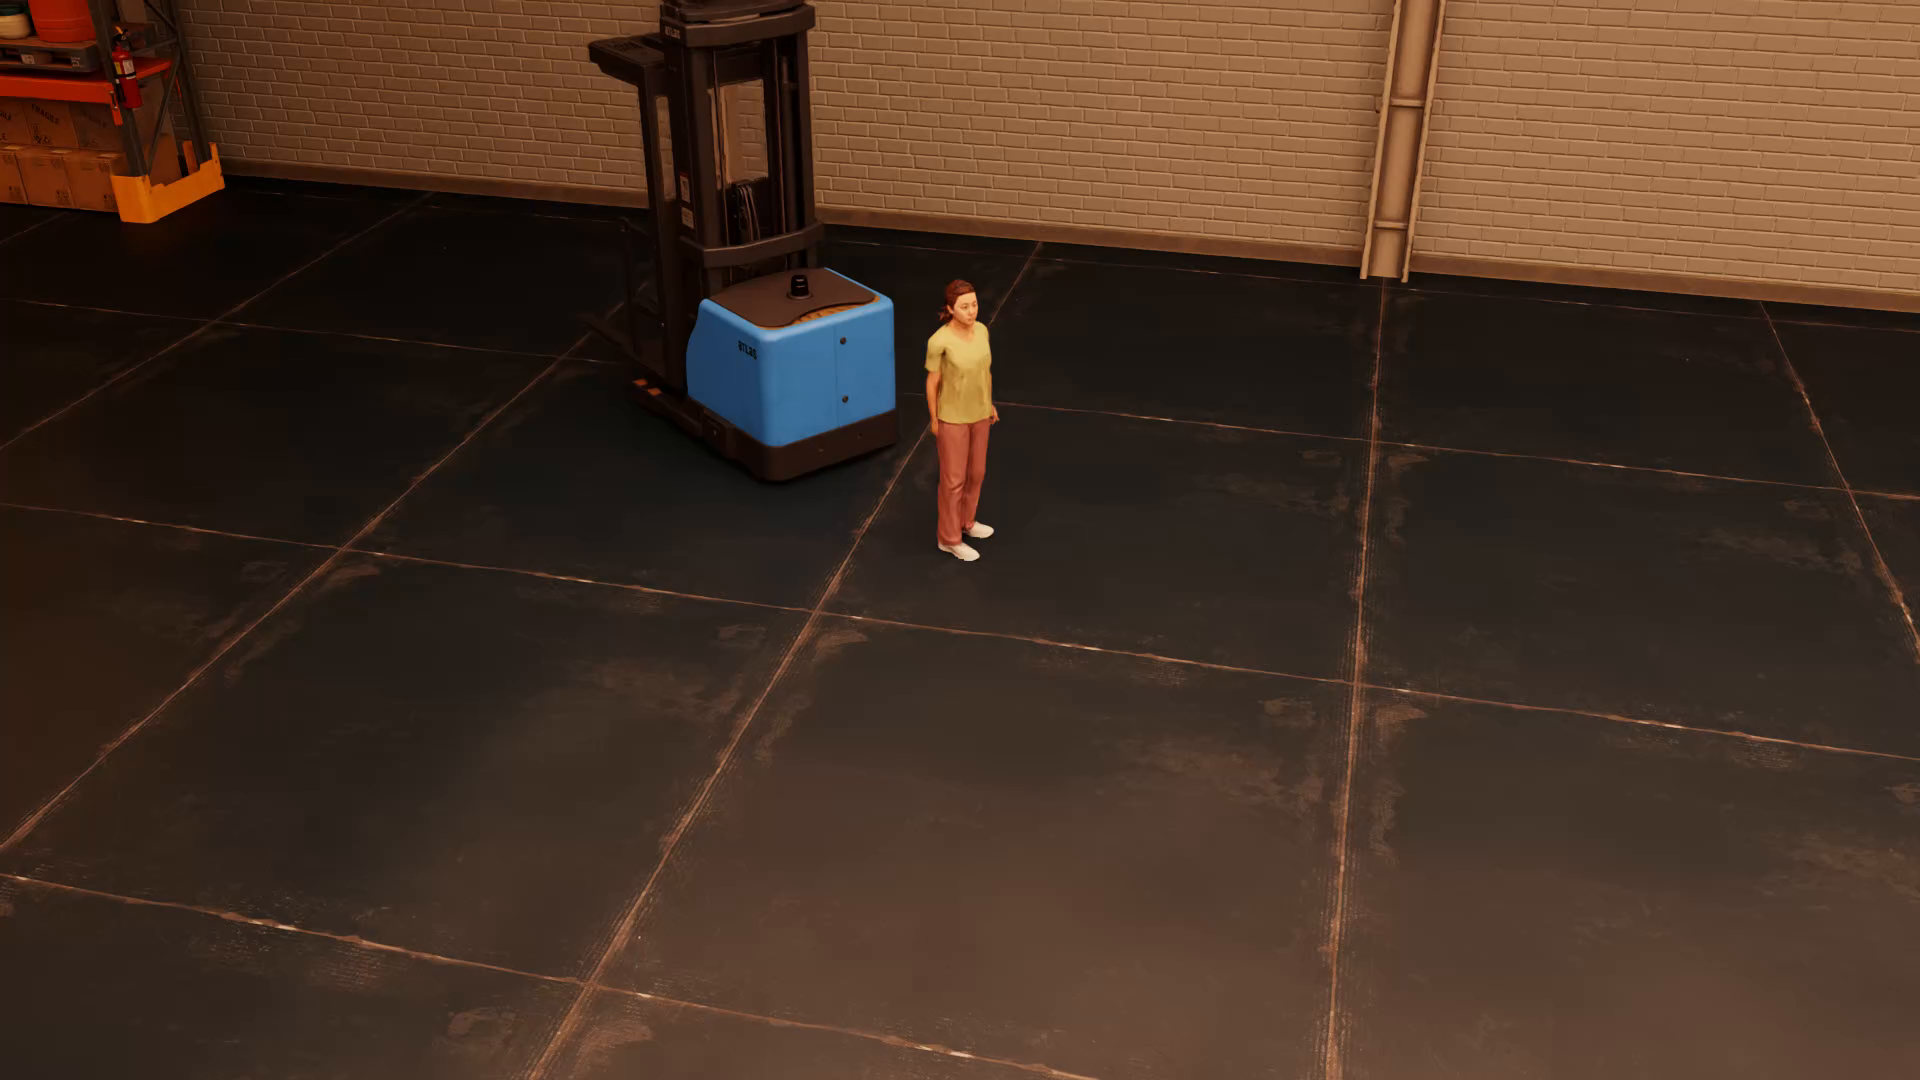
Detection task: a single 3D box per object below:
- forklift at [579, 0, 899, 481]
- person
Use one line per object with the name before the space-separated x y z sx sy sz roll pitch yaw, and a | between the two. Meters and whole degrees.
forklift | -1.716 -2.315 11.257 1.130 2.935 3.031 -21 36 -33
person | 0.055 -0.708 9.714 0.466 1.665 0.451 -20 35 -31
